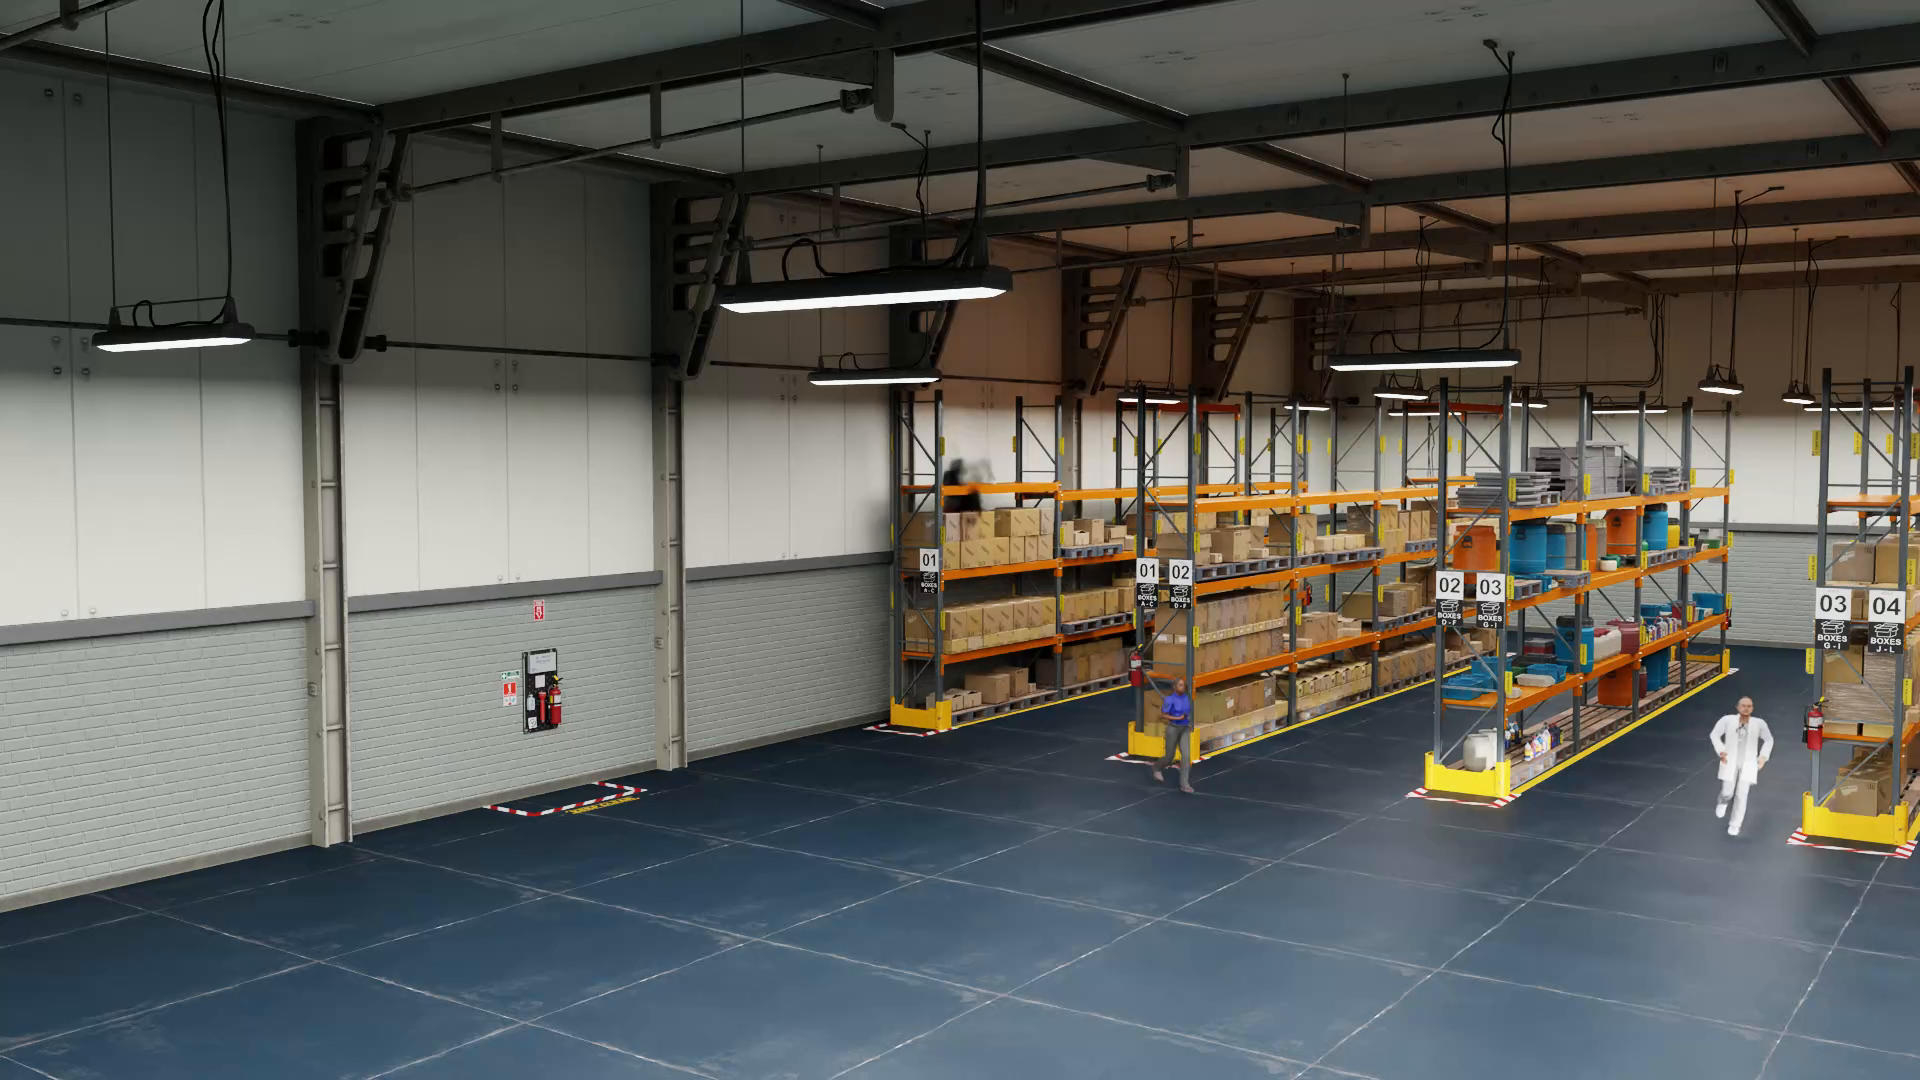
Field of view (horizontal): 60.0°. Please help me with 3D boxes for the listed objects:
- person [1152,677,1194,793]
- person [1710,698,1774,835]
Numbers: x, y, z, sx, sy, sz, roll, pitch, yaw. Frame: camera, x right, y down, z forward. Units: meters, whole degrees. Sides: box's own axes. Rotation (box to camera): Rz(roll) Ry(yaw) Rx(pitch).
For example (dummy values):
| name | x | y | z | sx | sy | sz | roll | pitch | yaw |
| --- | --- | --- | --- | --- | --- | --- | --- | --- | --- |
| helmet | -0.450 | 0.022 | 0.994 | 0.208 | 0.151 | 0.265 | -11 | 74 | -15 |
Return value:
| name | x | y | z | sx | sy | sz | roll | pitch | yaw |
| --- | --- | --- | --- | --- | --- | --- | --- | --- | --- |
| person | 3.141 | 2.802 | 24.154 | 0.580 | 1.632 | 0.891 | -2 | 4 | -27 |
| person | 10.204 | 2.983 | 21.719 | 0.755 | 1.699 | 0.756 | 1 | 3 | 21 |
